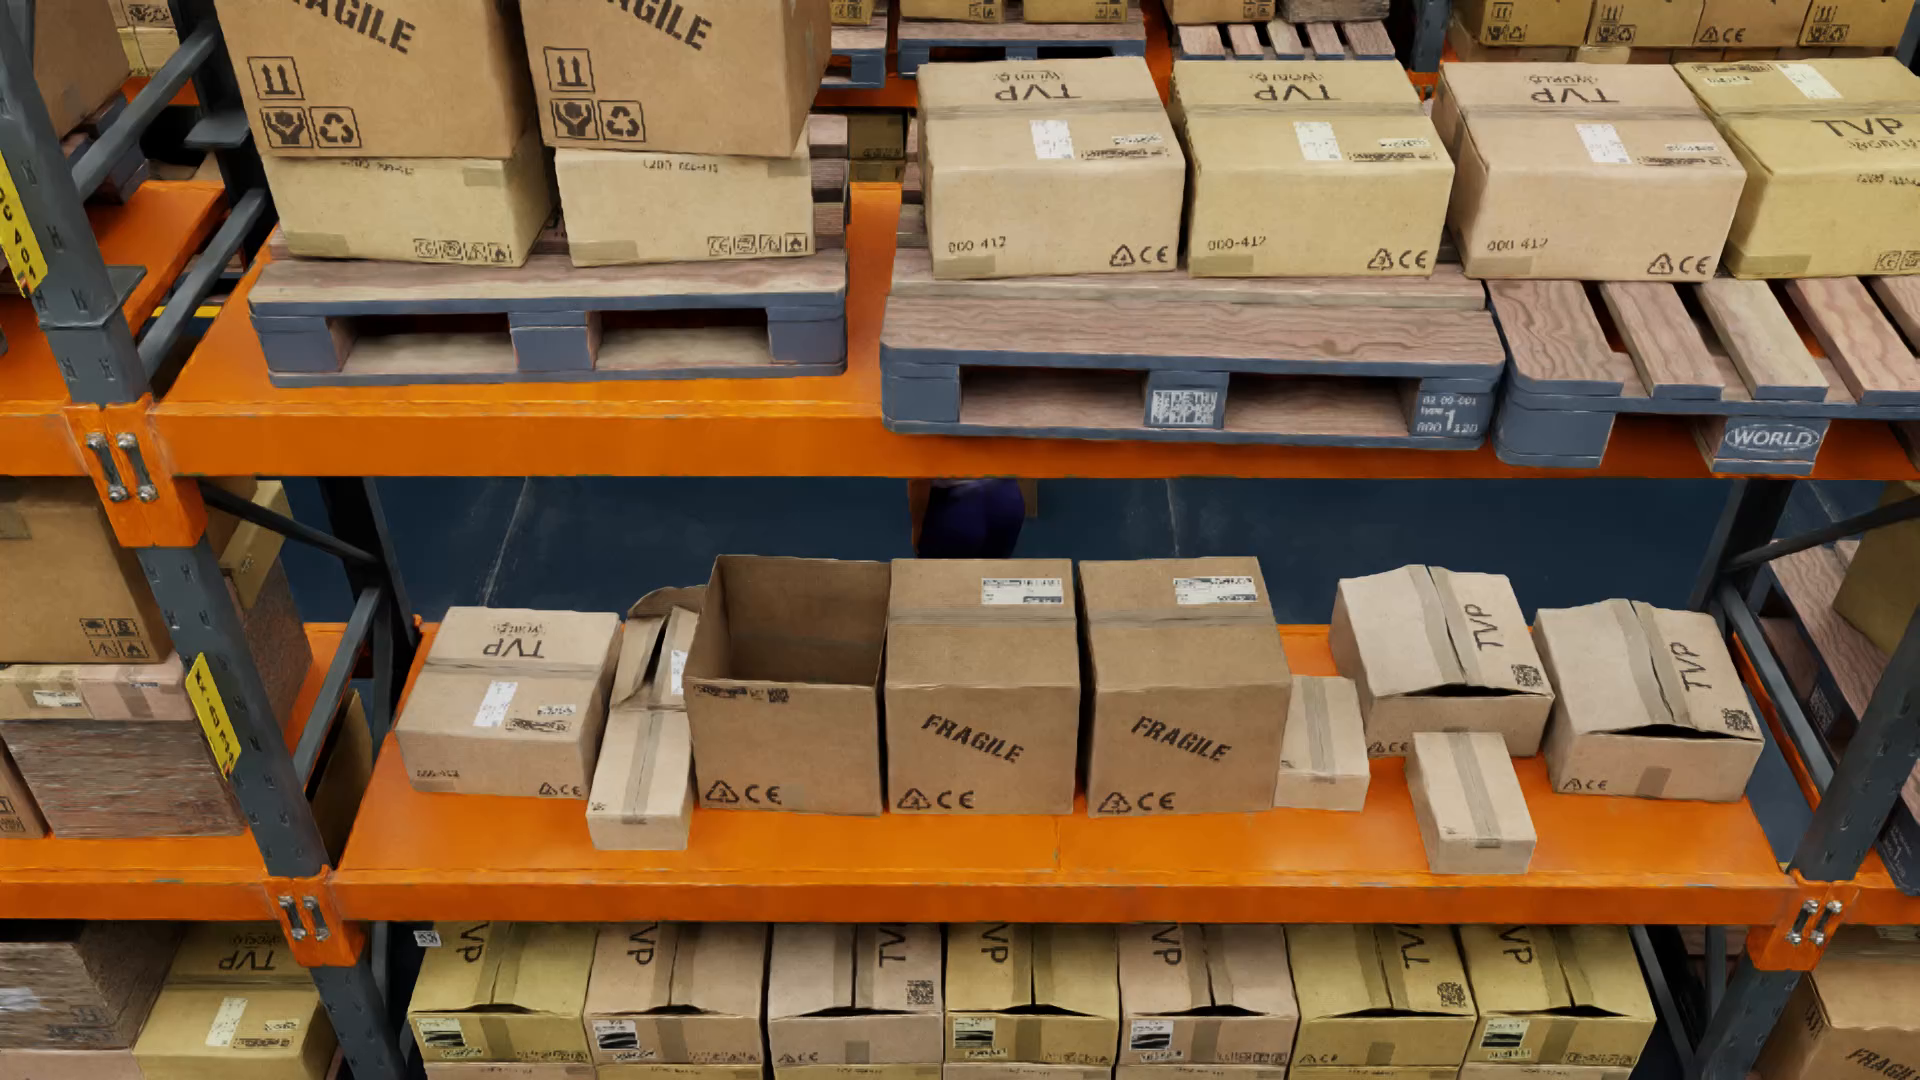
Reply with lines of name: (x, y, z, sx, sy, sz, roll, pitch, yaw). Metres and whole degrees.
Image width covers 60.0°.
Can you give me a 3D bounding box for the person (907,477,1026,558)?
person: (0.008, -0.105, 6.284, 0.484, 1.636, 0.396, -22, 44, -24)
